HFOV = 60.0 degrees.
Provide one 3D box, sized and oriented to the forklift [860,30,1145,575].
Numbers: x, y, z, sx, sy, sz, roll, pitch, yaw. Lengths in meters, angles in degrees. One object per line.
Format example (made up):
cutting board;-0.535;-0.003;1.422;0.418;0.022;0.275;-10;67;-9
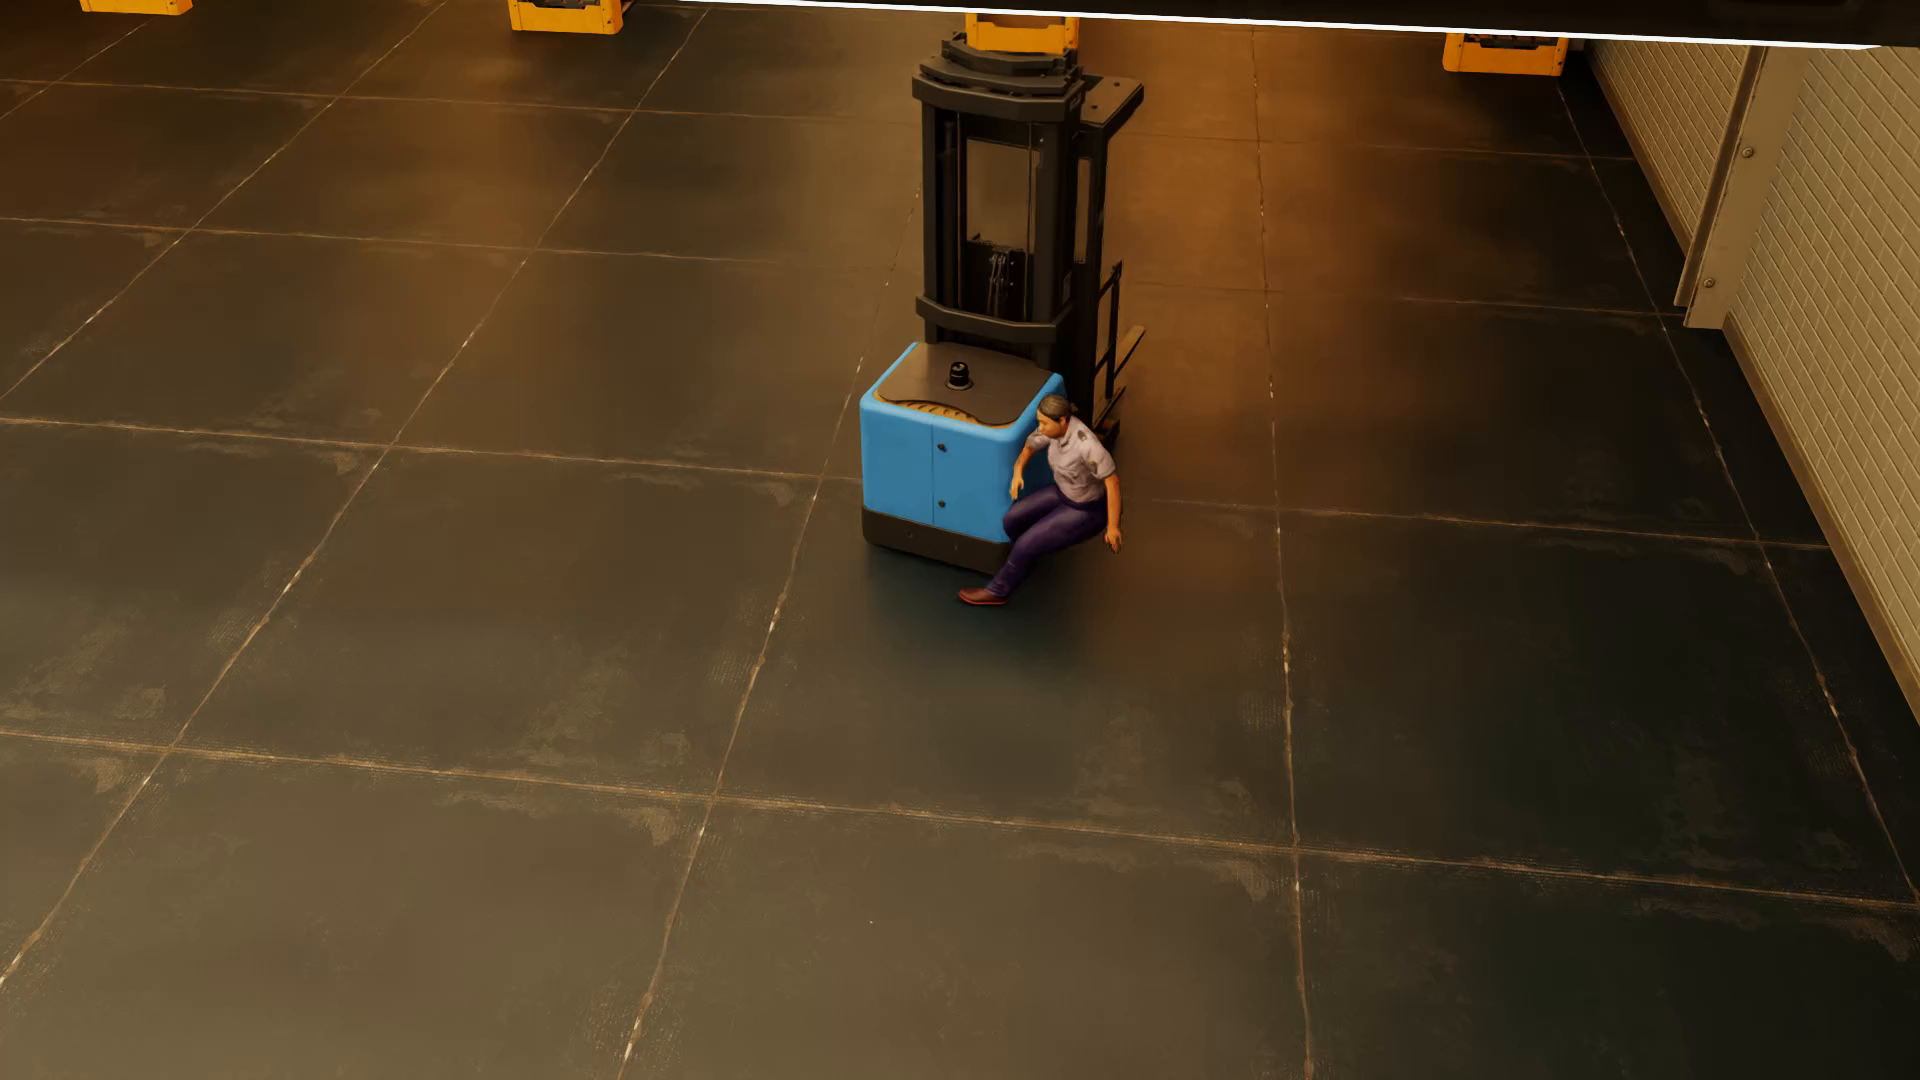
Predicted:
forklift;0.445;-1.828;10.510;1.130;2.935;3.031;15;39;19

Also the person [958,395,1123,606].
person;0.450;-0.174;9.640;0.871;1.431;0.858;-13;38;-17
